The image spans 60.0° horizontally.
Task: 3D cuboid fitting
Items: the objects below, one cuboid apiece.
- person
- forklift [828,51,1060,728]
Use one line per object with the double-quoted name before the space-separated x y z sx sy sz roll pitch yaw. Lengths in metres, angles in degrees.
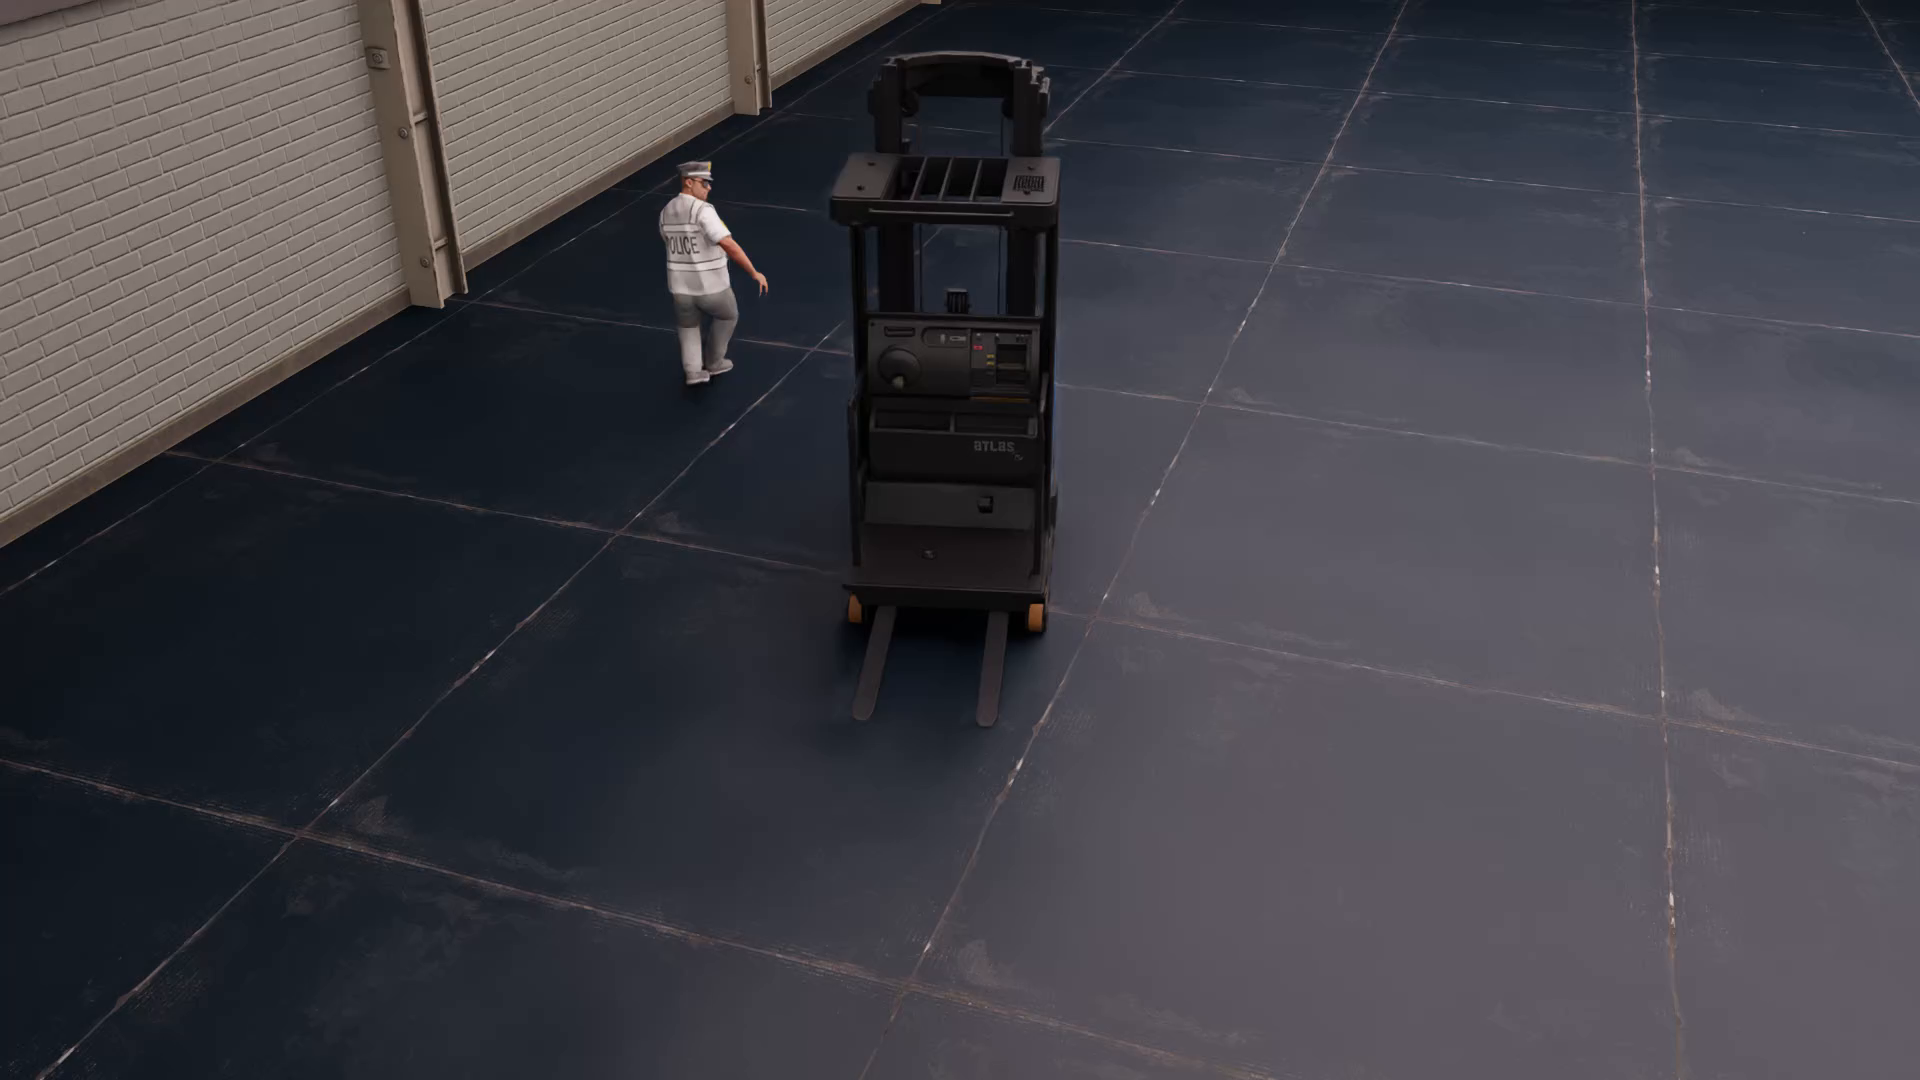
"person" -1.719 -1.876 11.758 0.887 1.637 0.867 10 31 17
"forklift" -0.052 -0.936 8.779 1.130 2.935 3.031 2 30 4
